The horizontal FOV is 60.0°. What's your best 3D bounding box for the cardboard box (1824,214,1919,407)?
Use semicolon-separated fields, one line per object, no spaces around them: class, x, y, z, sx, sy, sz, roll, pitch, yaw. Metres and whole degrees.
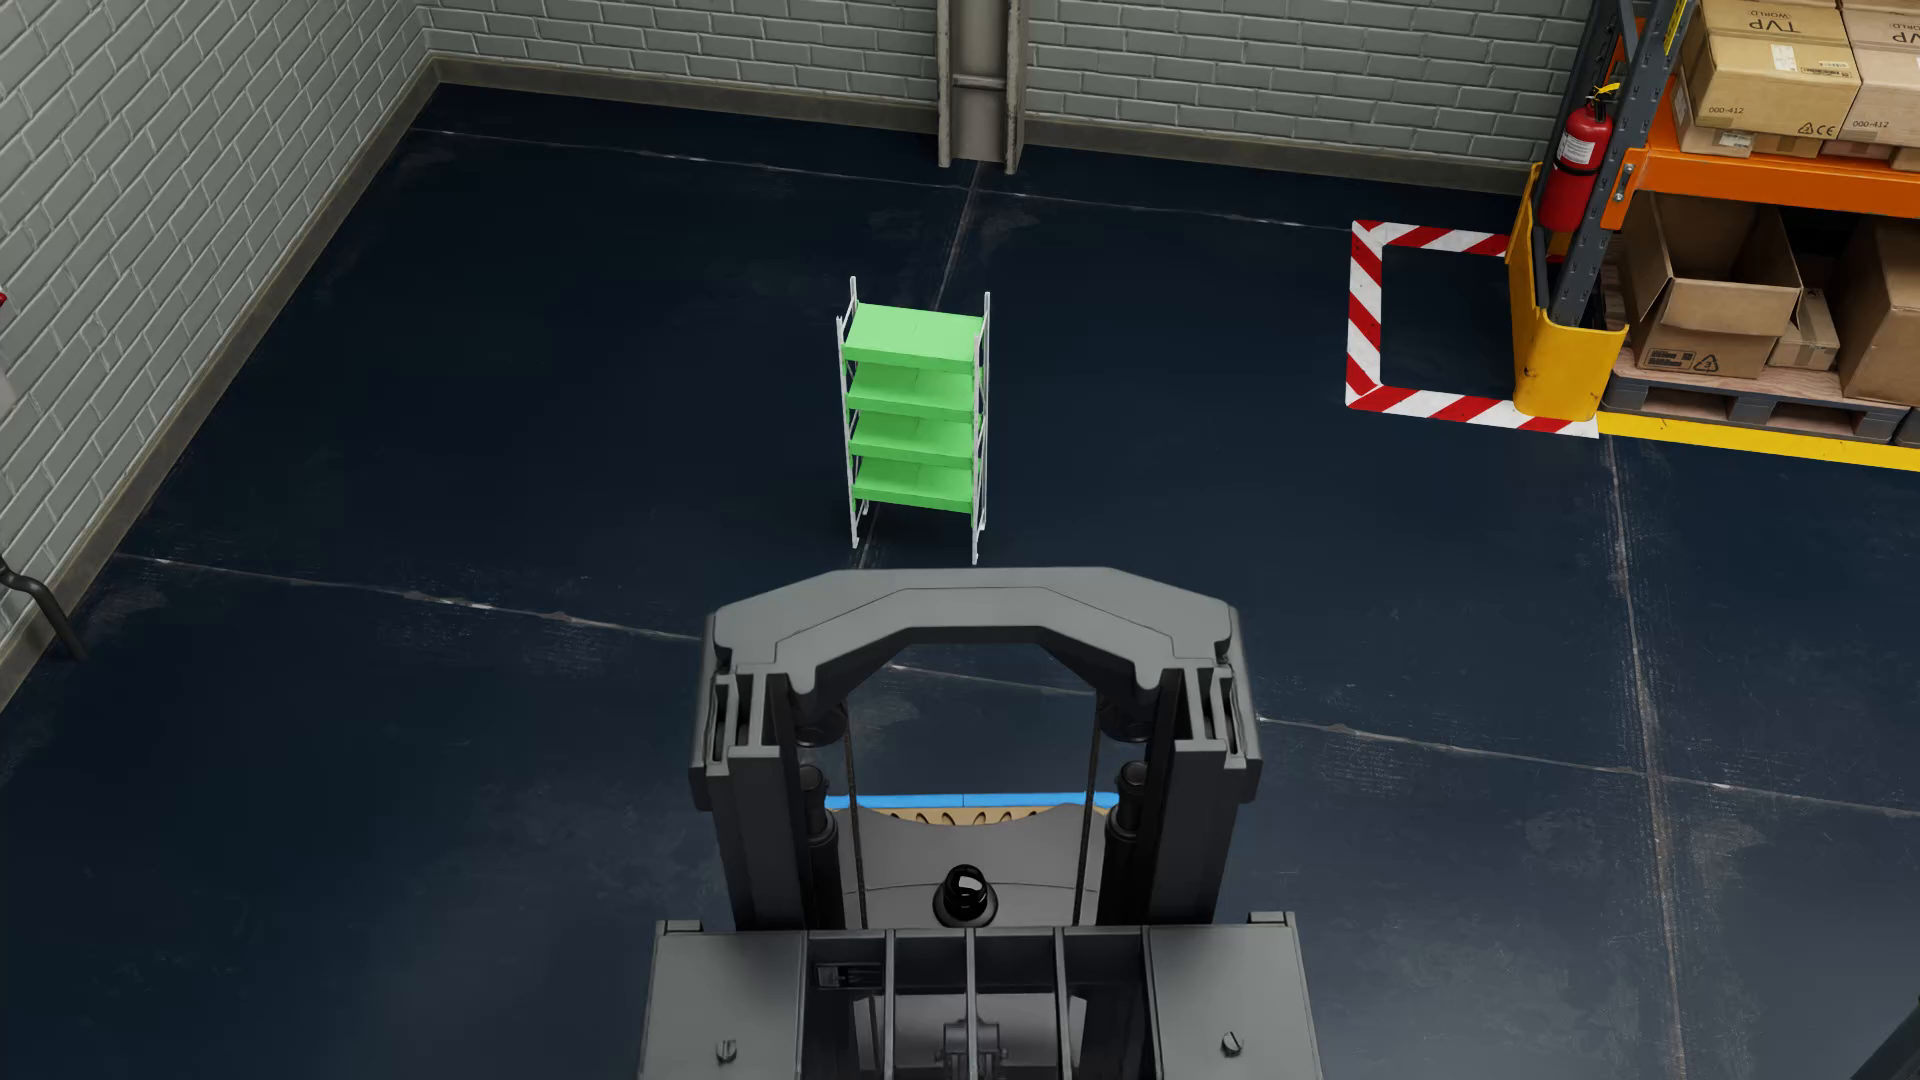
cardboard box;4.022;-0.978;6.982;0.500;0.500;0.700;9;49;8

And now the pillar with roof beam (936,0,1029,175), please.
pillar with roof beam;-0.656;-1.835;2.321;0.400;9.000;9.100;8;49;7

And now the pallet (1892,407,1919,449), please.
pallet;4.659;-0.755;7.259;1.213;0.211;1.003;8;49;7

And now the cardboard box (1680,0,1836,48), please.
cardboard box;3.103;-2.148;6.536;0.500;0.250;0.500;9;49;8

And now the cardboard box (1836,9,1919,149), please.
cardboard box;3.498;-1.690;6.125;0.500;0.250;0.500;8;49;7

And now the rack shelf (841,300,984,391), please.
rack shelf;-0.163;-0.701;5.986;0.480;0.148;0.258;8;49;7

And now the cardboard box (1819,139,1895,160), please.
cardboard box;3.401;-1.628;6.337;0.250;0.149;0.380;7;48;6

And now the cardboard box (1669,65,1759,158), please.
cardboard box;2.878;-1.637;6.345;0.250;0.149;0.380;7;48;7

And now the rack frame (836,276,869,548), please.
rack frame;-0.403;-0.455;6.324;0.015;1.200;0.240;8;49;7

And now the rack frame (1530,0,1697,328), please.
rack frame;2.603;-1.965;6.471;0.127;3.000;1.000;8;49;7

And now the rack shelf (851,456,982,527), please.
rack shelf;-0.163;-0.220;6.521;0.480;0.148;0.258;8;49;7

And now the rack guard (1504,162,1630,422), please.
rack guard;2.678;-1.119;7.392;0.348;0.500;1.175;8;49;7

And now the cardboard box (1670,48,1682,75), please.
cardboard box;2.977;-2.034;6.702;0.250;0.149;0.380;7;48;6

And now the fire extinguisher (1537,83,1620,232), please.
fire extinguisher;2.376;-1.496;6.352;0.183;0.674;0.296;8;49;7

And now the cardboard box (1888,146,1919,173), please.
cardboard box;3.639;-1.549;6.266;0.250;0.149;0.380;9;49;8

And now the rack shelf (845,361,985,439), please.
rack shelf;-0.163;-0.541;6.164;0.480;0.148;0.258;8;49;7

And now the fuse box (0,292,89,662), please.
fuse box;-3.312;-0.148;5.704;0.414;1.711;0.539;8;49;7

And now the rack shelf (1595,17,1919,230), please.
rack shelf;4.571;-1.460;6.501;4.000;0.370;1.077;8;49;7

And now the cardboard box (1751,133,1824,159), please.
cardboard box;3.136;-1.637;6.345;0.250;0.149;0.380;9;49;8

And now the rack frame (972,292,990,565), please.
rack frame;0.077;-0.391;6.266;0.015;1.200;0.240;8;49;7

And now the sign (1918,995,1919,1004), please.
sign;1.834;0.807;3.042;0.005;0.325;0.100;8;49;7

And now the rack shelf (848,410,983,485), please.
rack shelf;-0.163;-0.380;6.343;0.480;0.148;0.258;8;49;7

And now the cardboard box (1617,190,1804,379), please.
cardboard box;3.188;-1.121;7.108;0.637;0.503;0.797;6;48;5

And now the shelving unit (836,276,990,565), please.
shelving unit;-0.163;-0.423;6.295;0.503;1.200;0.258;8;49;7

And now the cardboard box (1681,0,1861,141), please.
cardboard box;3.002;-1.757;6.185;0.500;0.250;0.500;8;49;7

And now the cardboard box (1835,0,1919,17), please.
cardboard box;3.610;-2.079;6.474;0.500;0.250;0.500;8;49;7

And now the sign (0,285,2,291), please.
sign;-3.428;-0.936;5.610;0.001;0.494;0.329;8;49;7

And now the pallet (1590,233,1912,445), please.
pallet;3.462;-0.918;7.405;1.213;0.211;1.003;8;49;7

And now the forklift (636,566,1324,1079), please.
forklift;0.032;1.547;3.361;1.130;2.935;3.031;-1;48;-1

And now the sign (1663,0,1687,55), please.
sign;2.507;-1.857;5.792;0.005;0.325;0.100;8;49;7

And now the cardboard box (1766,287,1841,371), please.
cardboard box;3.599;-0.917;7.164;0.250;0.149;0.380;6;48;5
